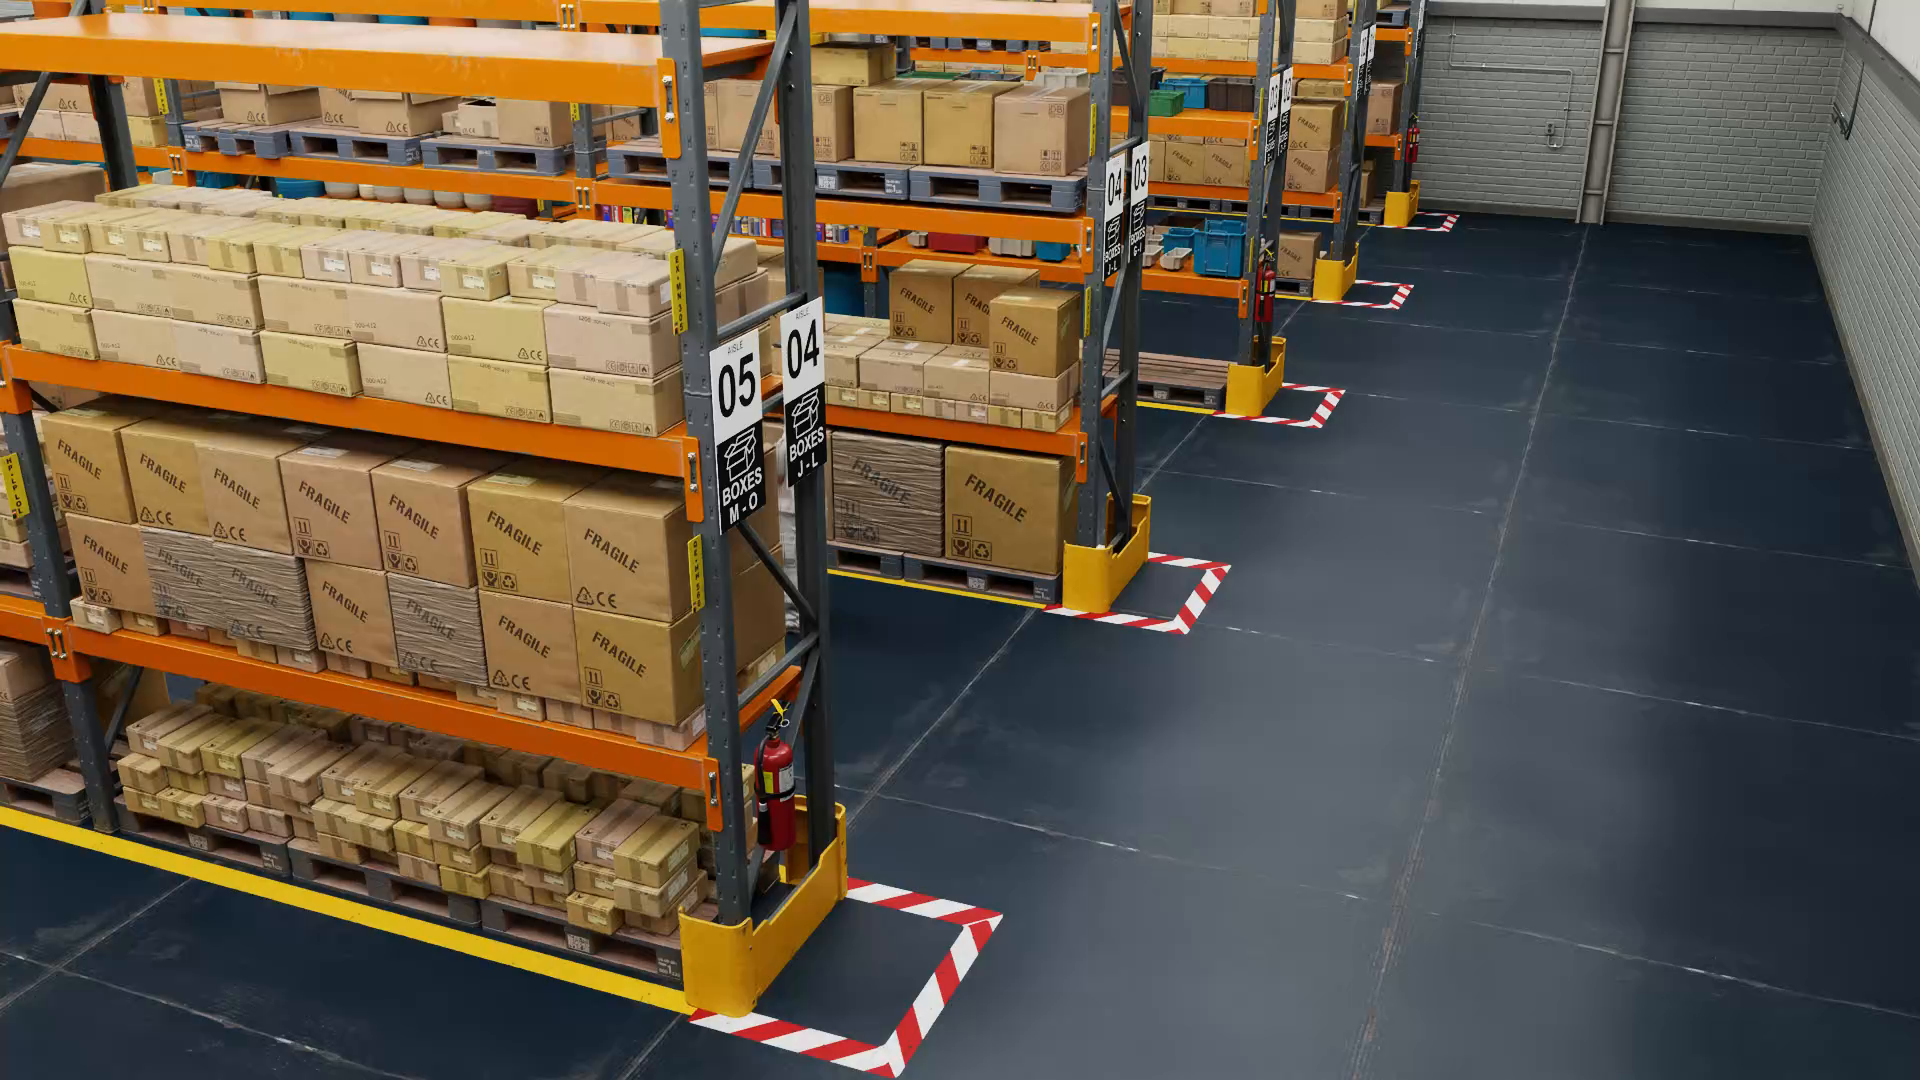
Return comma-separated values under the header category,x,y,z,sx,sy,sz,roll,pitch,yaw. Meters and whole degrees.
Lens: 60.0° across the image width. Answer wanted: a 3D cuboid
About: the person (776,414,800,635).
category,x,y,z,sx,sy,sz,roll,pitch,yaw
person,-1.225,-0.221,11.443,0.552,1.793,0.515,5,23,12
